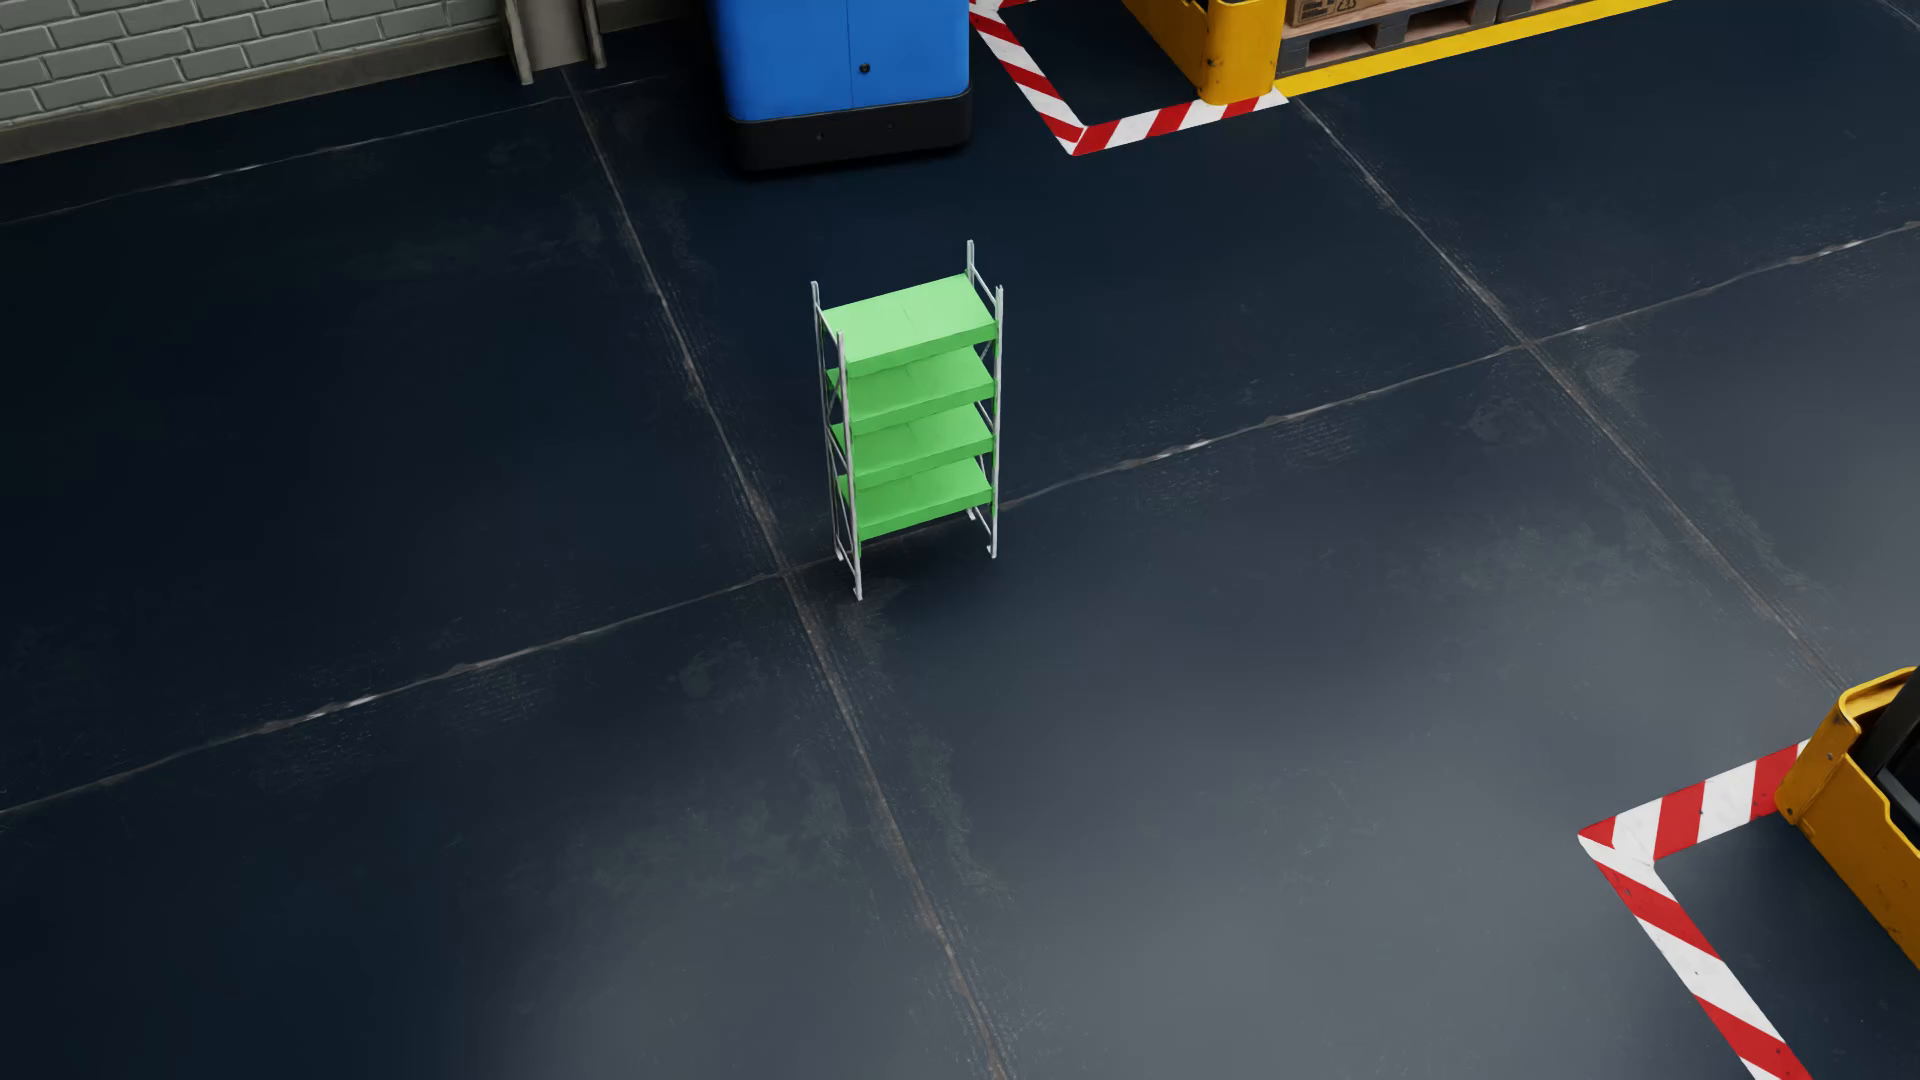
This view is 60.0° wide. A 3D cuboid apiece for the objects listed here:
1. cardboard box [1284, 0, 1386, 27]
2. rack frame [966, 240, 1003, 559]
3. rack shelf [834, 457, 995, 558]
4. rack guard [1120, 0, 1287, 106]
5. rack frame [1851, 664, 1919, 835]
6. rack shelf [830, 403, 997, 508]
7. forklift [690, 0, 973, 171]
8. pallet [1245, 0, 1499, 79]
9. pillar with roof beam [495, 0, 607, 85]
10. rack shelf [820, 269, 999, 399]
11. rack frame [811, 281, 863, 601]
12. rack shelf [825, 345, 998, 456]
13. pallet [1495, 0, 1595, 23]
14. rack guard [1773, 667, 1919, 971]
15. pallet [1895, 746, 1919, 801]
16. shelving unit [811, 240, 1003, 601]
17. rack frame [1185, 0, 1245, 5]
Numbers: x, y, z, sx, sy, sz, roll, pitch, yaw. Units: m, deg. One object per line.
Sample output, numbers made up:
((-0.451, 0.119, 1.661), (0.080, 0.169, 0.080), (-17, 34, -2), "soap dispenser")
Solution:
((1.583, -2.768, 7.518), (0.637, 0.503, 0.797), (-19, 52, -16), "cardboard box")
((0.073, -0.413, 5.314), (0.015, 1.200, 0.240), (-17, 52, -14), "rack frame")
((-0.153, -0.145, 5.485), (0.480, 0.148, 0.258), (-17, 52, -14), "rack shelf")
((1.052, -2.543, 7.604), (0.348, 0.500, 1.175), (-17, 52, -14), "rack guard")
((2.861, 0.150, 3.644), (0.127, 3.000, 1.000), (-17, 52, -14), "rack frame")
((-0.153, -0.302, 5.302), (0.480, 0.148, 0.258), (-17, 52, -14), "rack shelf")
((-0.755, -3.649, 6.952), (1.130, 2.935, 3.031), (-9, 50, -8), "forklift")
((1.789, -2.678, 7.911), (1.213, 0.211, 1.003), (-17, 52, -14), "pallet")
((-0.228, -2.126, 1.644), (0.400, 9.000, 9.100), (-17, 52, -14), "pillar with roof beam")
((-0.153, -0.614, 4.938), (0.480, 0.148, 0.258), (-17, 52, -14), "rack shelf")
((-0.379, -0.273, 5.194), (0.015, 1.200, 0.240), (-17, 52, -14), "rack frame")
((-0.153, -0.458, 5.120), (0.480, 0.148, 0.258), (-17, 52, -14), "rack shelf")
((2.917, -3.025, 8.209), (1.213, 0.211, 1.003), (-17, 52, -14), "pallet")
((2.839, 0.971, 4.586), (0.348, 0.500, 1.175), (-17, 52, -14), "rack guard")
((3.572, 0.774, 4.946), (1.213, 0.211, 1.003), (-17, 52, -14), "pallet")
((-0.153, -0.343, 5.254), (0.503, 1.200, 0.258), (-17, 52, -14), "shelving unit")
((0.981, -3.335, 6.637), (0.127, 3.000, 1.000), (-17, 52, -14), "rack frame")
